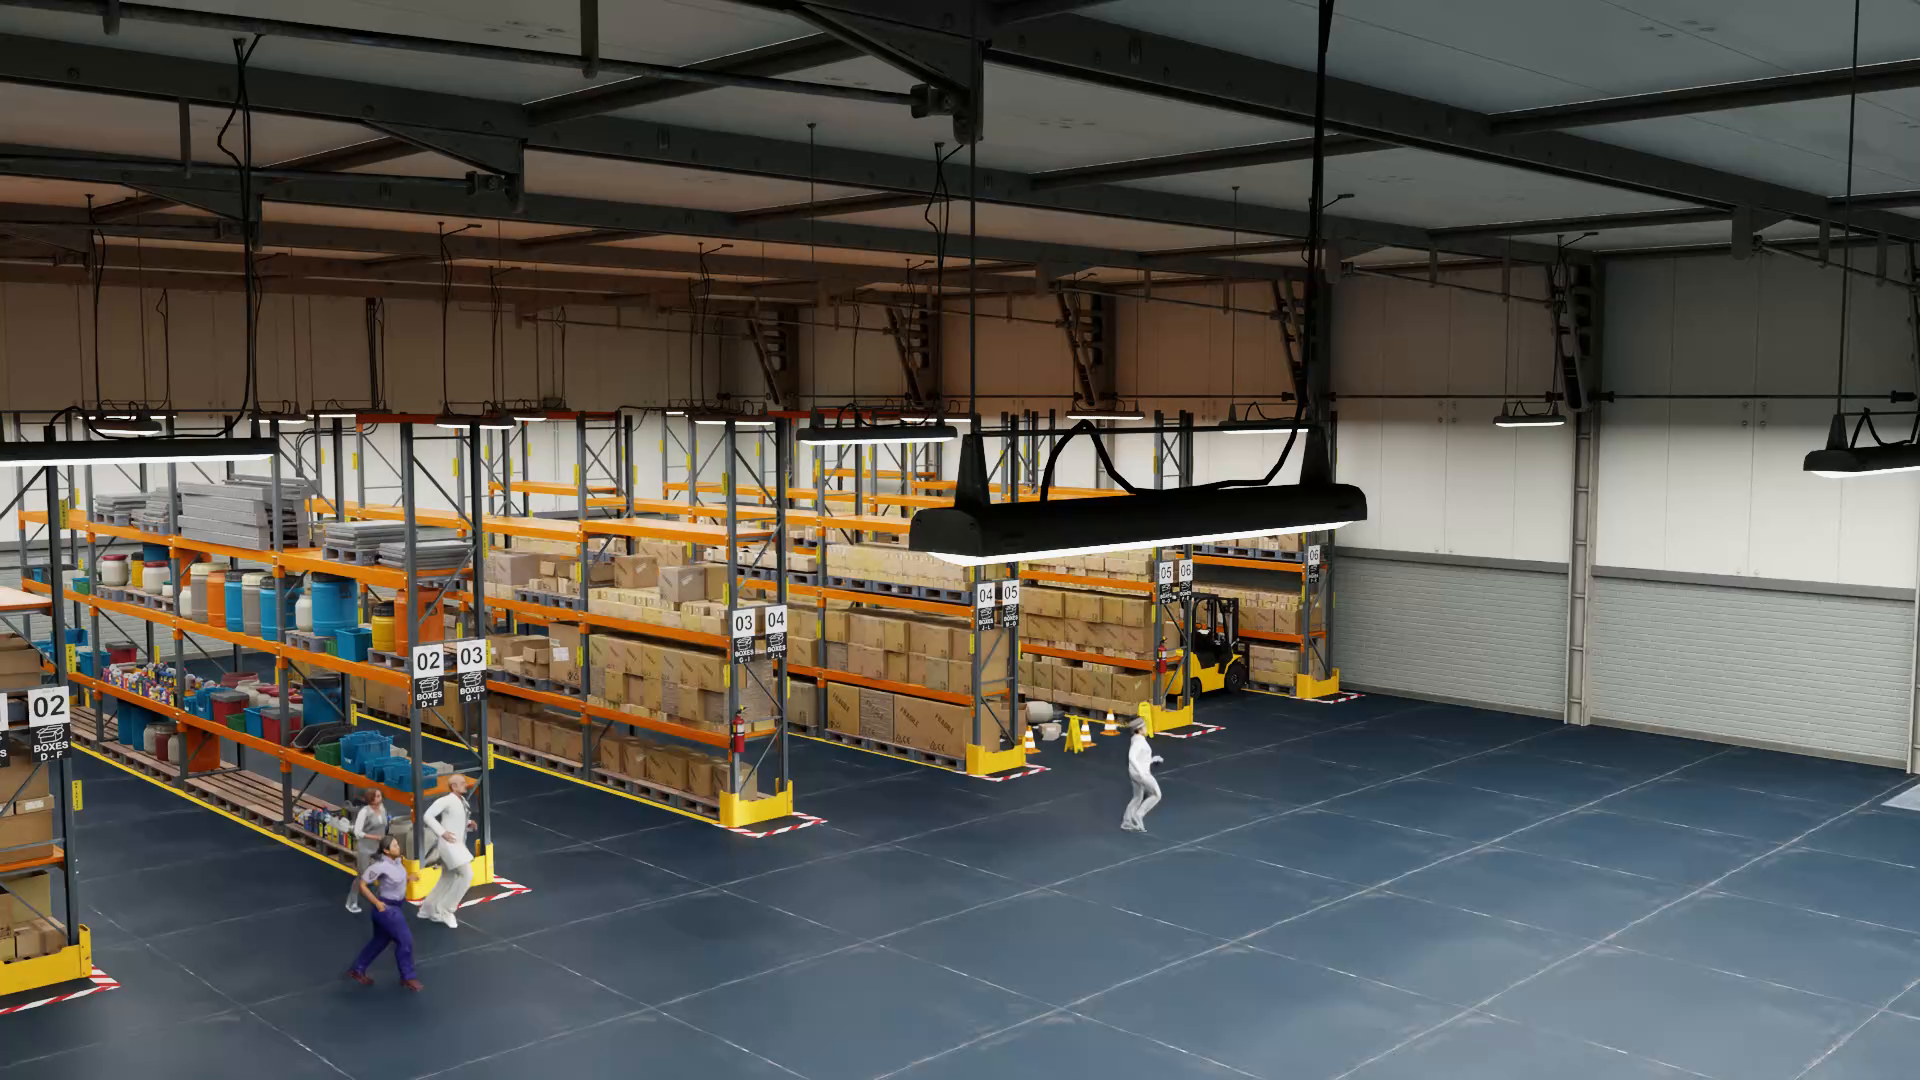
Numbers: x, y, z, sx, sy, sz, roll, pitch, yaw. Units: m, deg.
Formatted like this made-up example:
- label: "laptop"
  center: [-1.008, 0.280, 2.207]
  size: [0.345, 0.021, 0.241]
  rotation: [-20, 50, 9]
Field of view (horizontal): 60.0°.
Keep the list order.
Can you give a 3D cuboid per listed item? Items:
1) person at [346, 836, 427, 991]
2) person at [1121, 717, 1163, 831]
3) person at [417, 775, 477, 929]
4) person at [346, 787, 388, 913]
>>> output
- label: "person"
  center: [-6.124, 3.986, 17.717]
  size: [0.828, 1.686, 0.564]
  rotation: [-1, 5, -12]
- label: "person"
  center: [2.652, 3.391, 24.132]
  size: [0.624, 1.660, 0.593]
  rotation: [-1, 5, -10]
- label: "person"
  center: [-6.158, 3.731, 20.053]
  size: [0.713, 1.792, 0.681]
  rotation: [0, 5, -1]
- label: "person"
  center: [-7.148, 3.789, 20.244]
  size: [0.690, 1.611, 0.574]
  rotation: [3, 6, 31]
